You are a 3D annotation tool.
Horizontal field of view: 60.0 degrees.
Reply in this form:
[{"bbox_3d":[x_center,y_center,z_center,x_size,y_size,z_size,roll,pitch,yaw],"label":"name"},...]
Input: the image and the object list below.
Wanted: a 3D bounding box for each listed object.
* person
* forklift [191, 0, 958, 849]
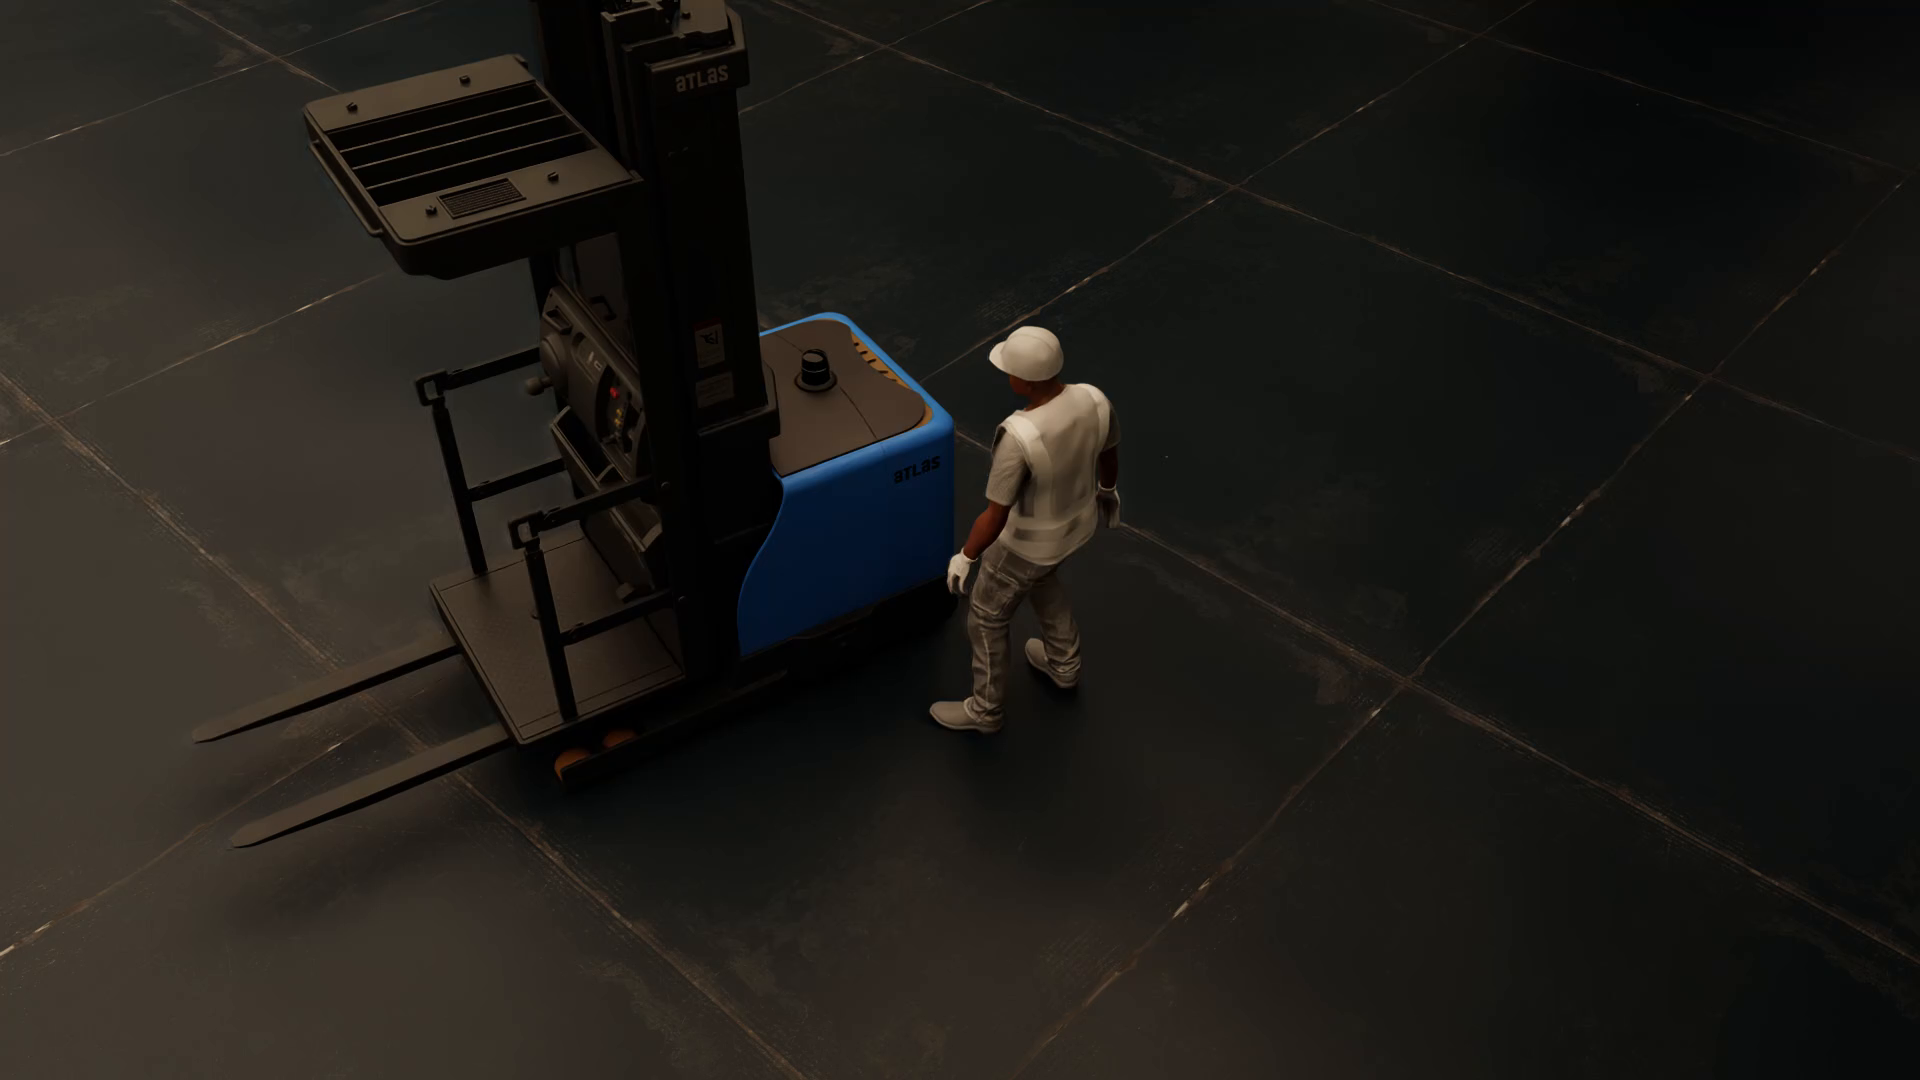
[{"bbox_3d":[0.285,-0.053,6.394,0.399,1.752,0.840,31,50,31],"label":"person"},{"bbox_3d":[-1.529,-0.533,6.049,3.031,2.935,1.130,-22,45,-24],"label":"forklift"}]
